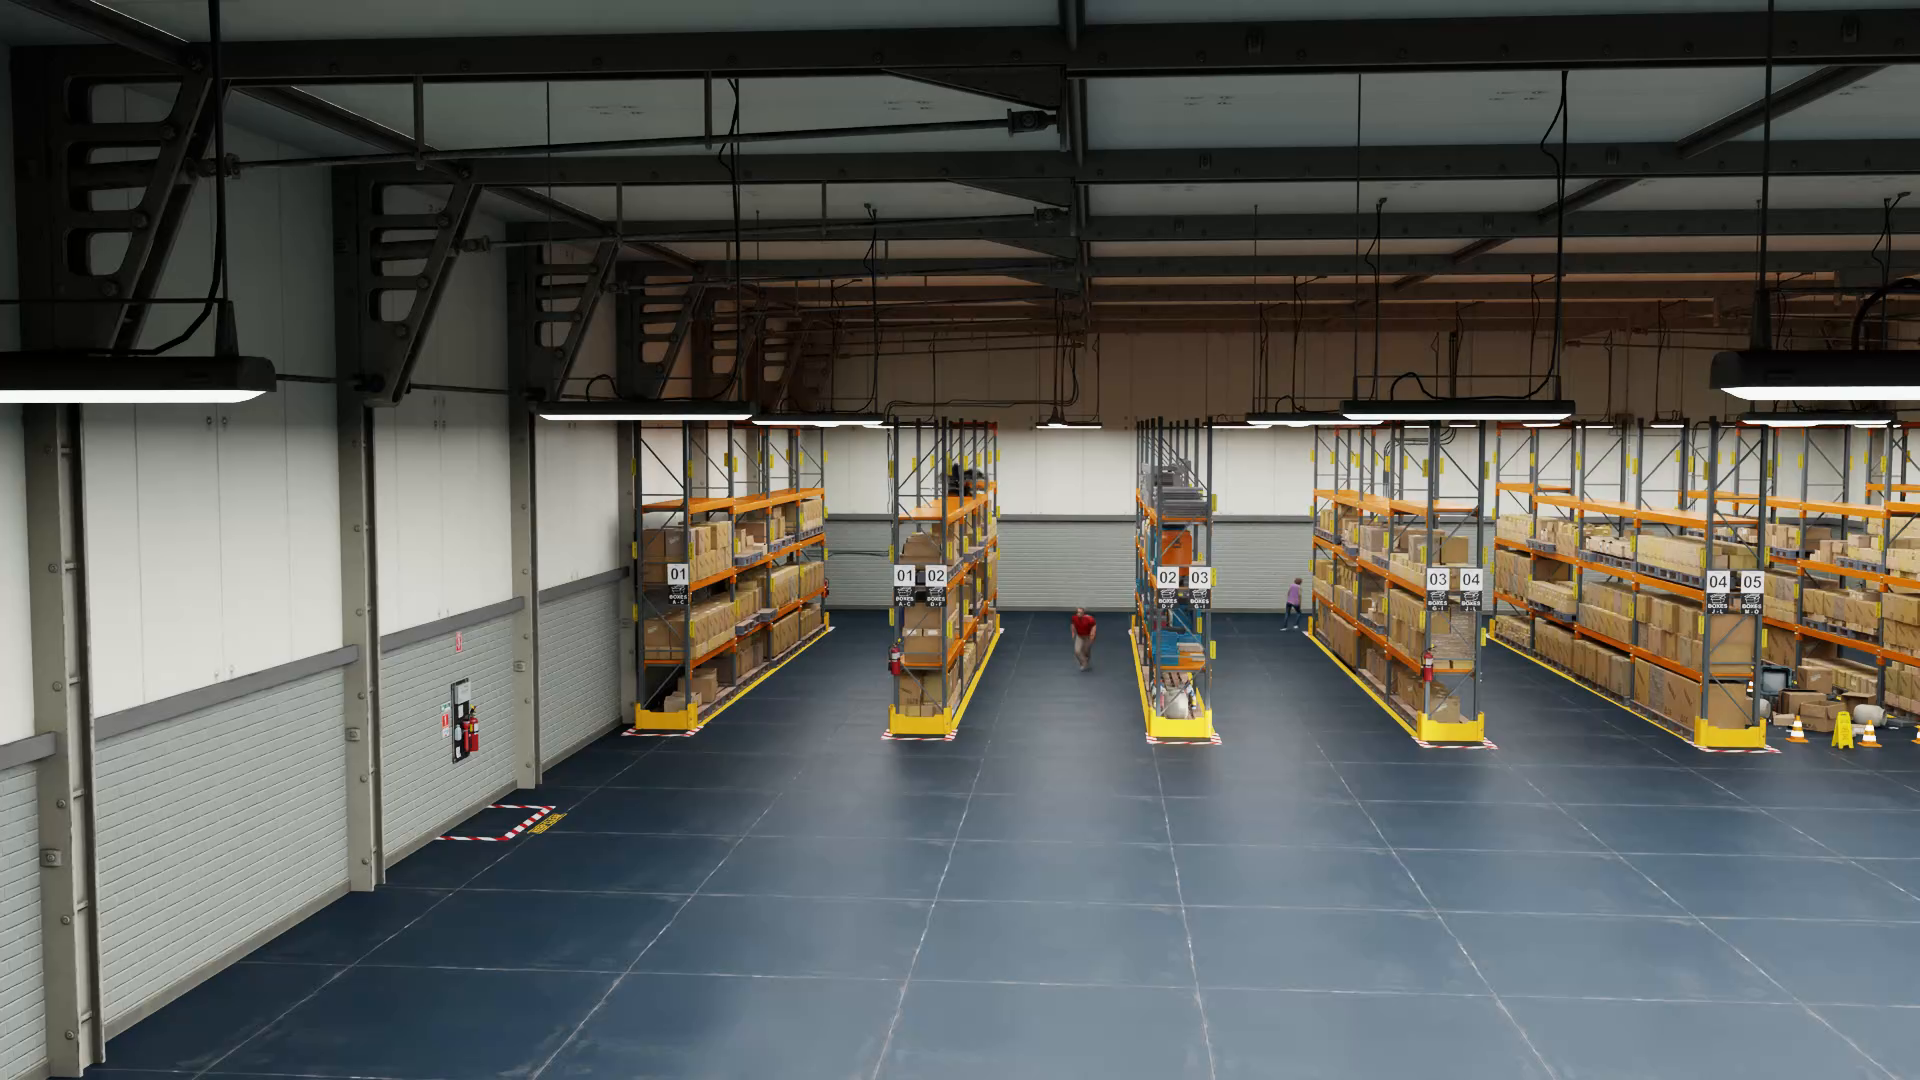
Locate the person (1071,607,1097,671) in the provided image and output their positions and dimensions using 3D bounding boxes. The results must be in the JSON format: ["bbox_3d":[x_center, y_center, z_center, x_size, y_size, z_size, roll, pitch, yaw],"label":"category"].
[{"bbox_3d":[3.004,2.349,39.910,0.667,1.558,0.977,1,4,20],"label":"person"}]

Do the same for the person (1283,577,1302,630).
[{"bbox_3d":[9.624,1.841,47.863,0.554,1.547,0.591,3,5,34],"label":"person"}]
